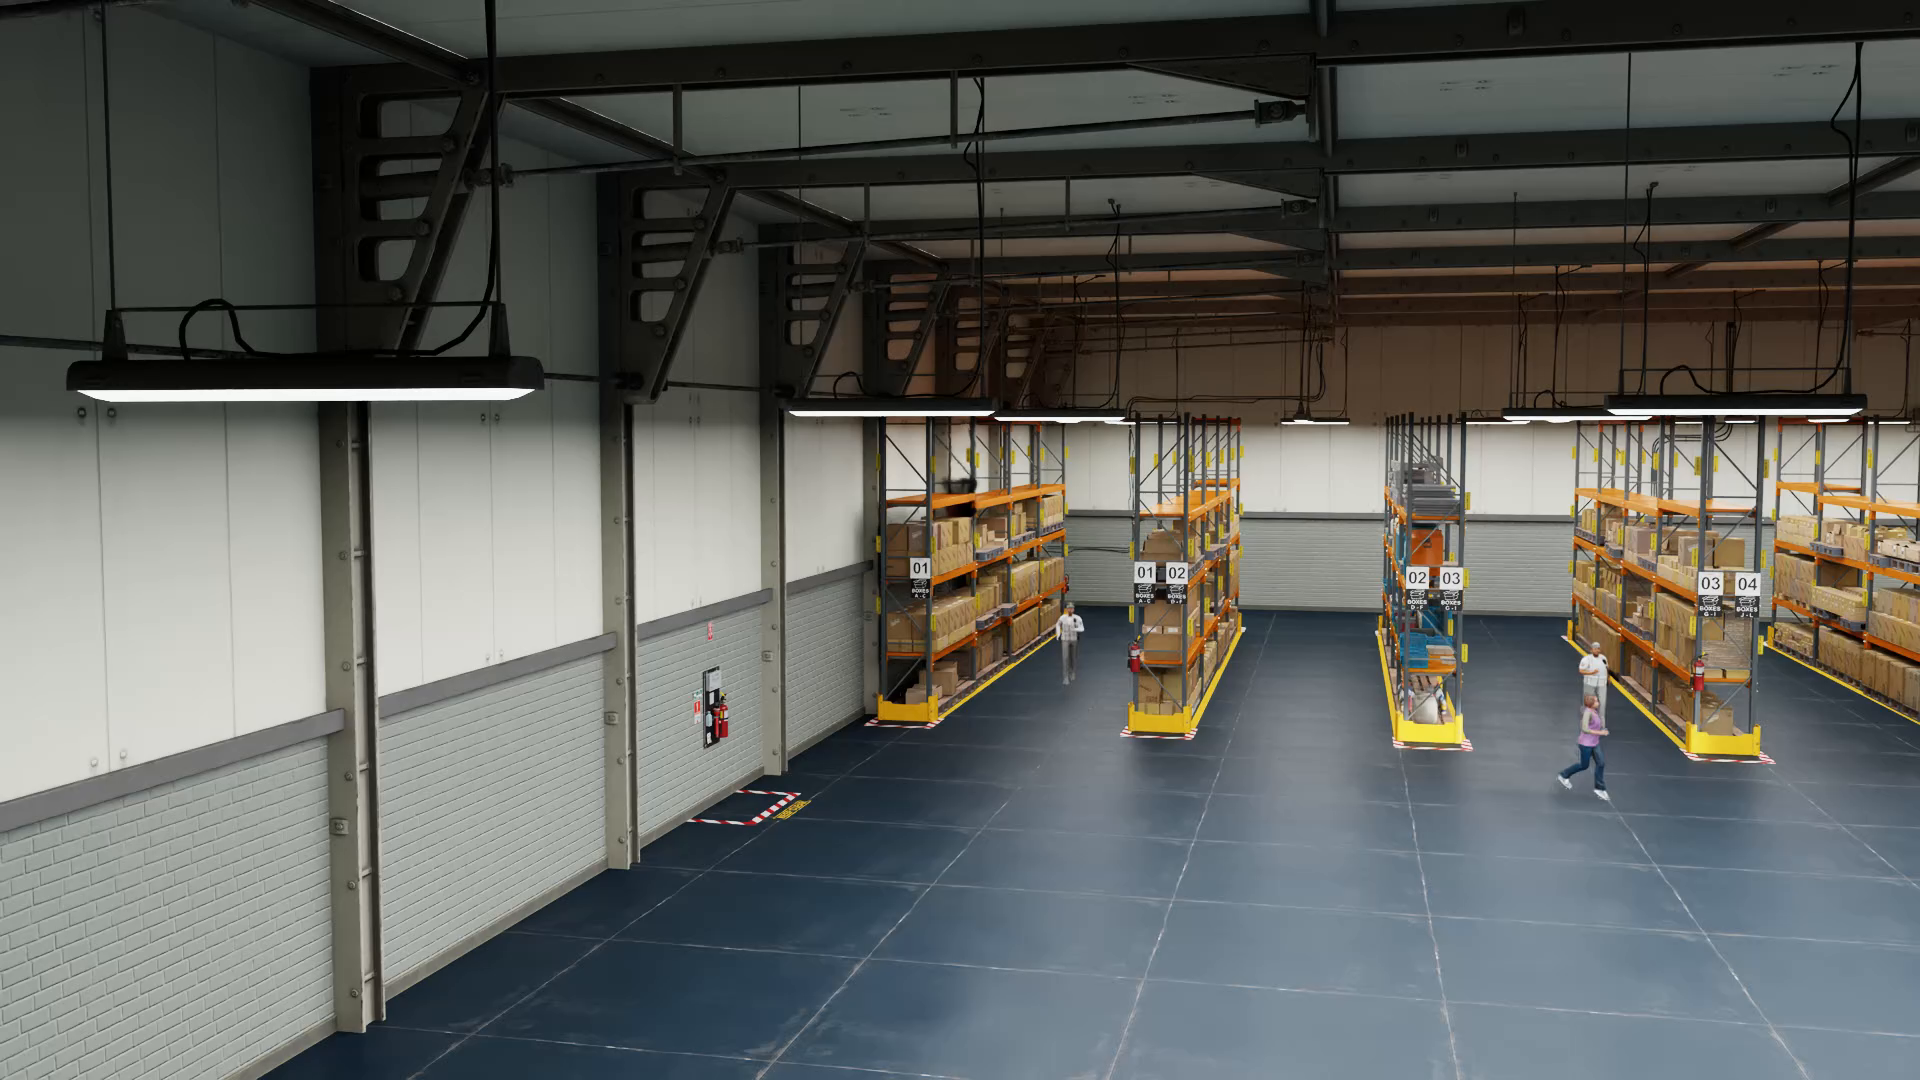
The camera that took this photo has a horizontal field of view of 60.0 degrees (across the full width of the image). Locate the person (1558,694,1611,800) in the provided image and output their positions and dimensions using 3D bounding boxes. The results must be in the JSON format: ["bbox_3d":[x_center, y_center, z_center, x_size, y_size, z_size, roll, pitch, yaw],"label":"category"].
[{"bbox_3d":[9.695,3.195,25.783,0.826,1.641,0.569,3,5,39],"label":"person"}]

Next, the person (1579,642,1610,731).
[{"bbox_3d":[11.997,2.750,31.417,0.607,1.651,0.941,0,4,6],"label":"person"}]

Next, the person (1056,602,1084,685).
[{"bbox_3d":[2.340,2.169,35.388,0.599,1.719,0.801,0,4,4],"label":"person"}]
